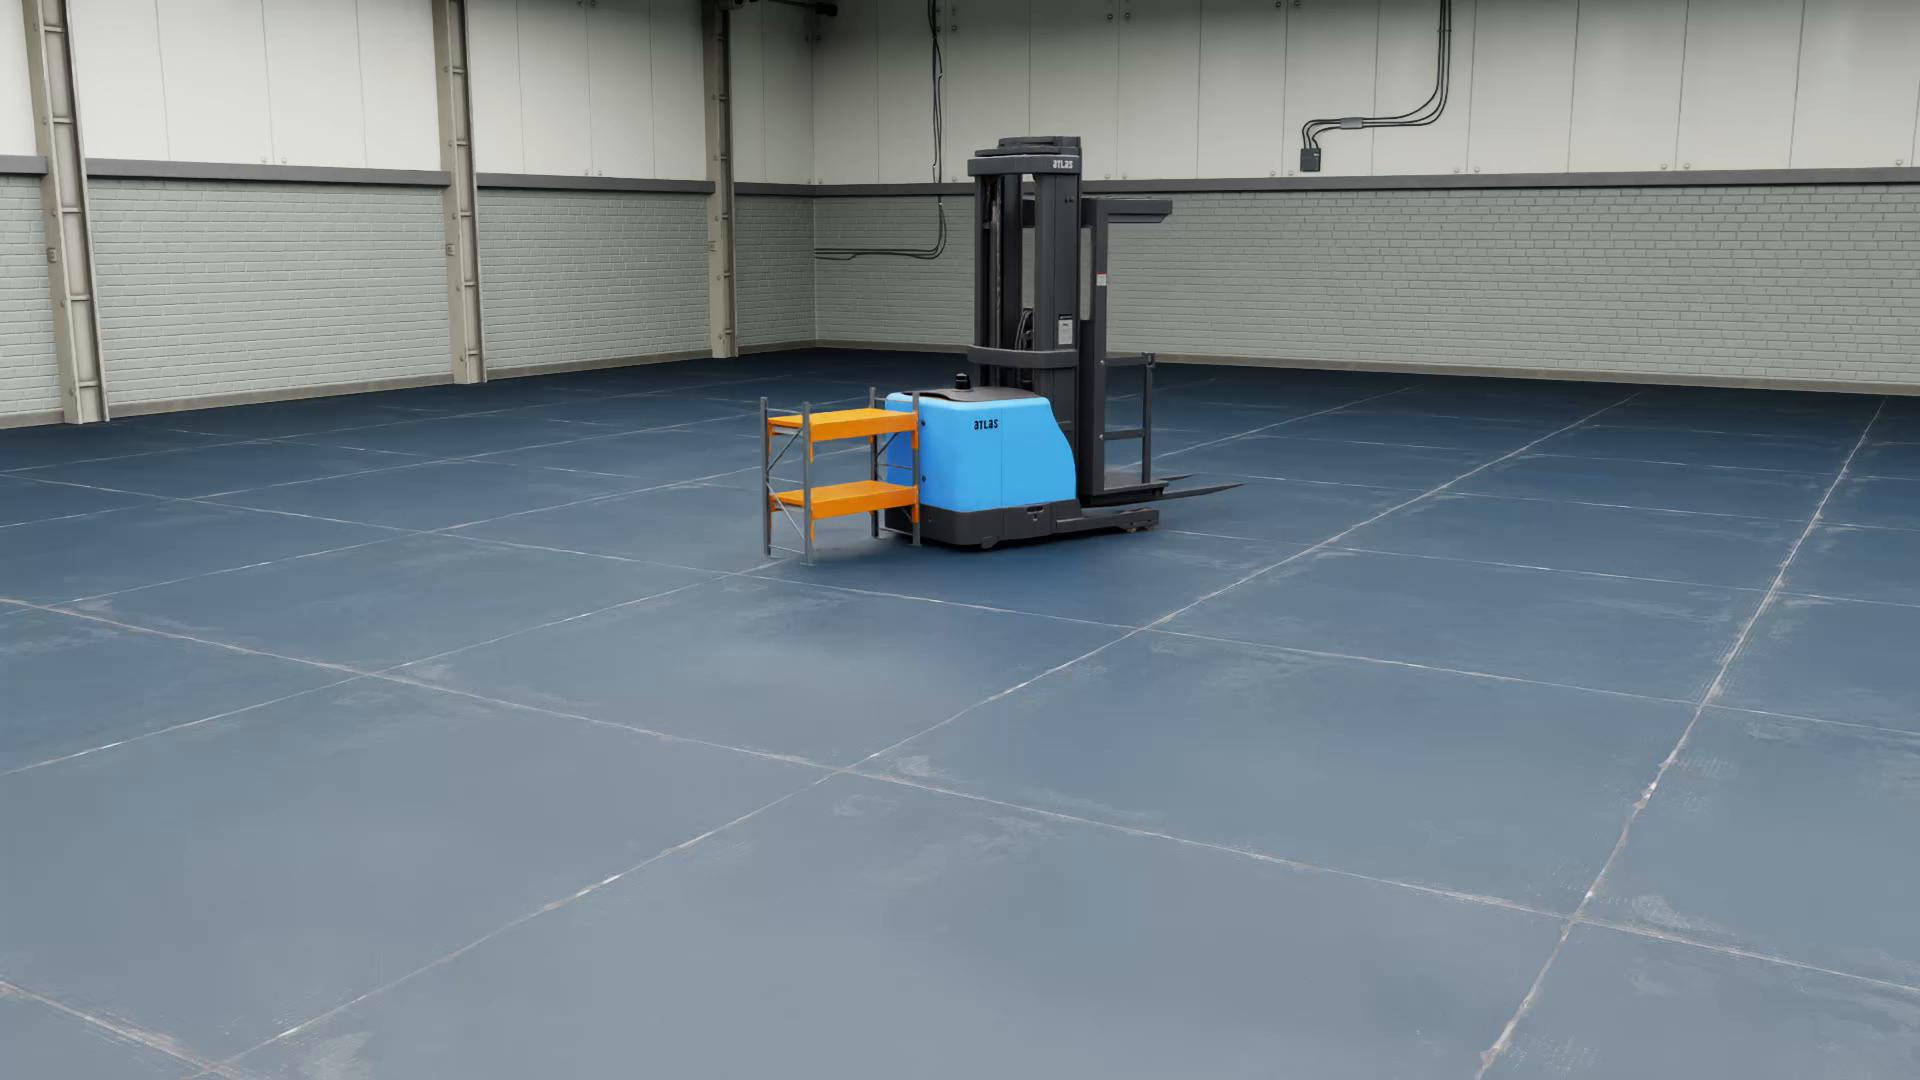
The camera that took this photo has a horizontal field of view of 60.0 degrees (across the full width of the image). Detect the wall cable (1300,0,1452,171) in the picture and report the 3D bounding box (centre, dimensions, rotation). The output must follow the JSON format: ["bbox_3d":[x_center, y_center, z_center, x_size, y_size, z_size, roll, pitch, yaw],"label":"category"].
[{"bbox_3d":[6.515,-8.831,25.841,2.305,6.003,0.169,6,12,31],"label":"wall cable"}]

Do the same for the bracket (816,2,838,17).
[{"bbox_3d":[-2.501,-9.905,31.039,0.235,0.232,0.430,6,12,31],"label":"bracket"}]

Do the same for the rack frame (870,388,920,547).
[{"bbox_3d":[-0.477,-0.538,12.183,0.032,1.125,0.500,-10,15,-44],"label":"rack frame"}]

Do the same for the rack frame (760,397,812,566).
[{"bbox_3d":[-1.201,-0.406,11.482,0.032,1.125,0.500,-10,15,-44],"label":"rack frame"}]

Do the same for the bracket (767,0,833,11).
[{"bbox_3d":[-2.808,-9.812,30.543,0.076,0.066,3.189,6,12,31],"label":"bracket"}]

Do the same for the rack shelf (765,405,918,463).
[{"bbox_3d":[-0.839,-0.760,11.779,1.000,0.278,0.538,-10,15,-44],"label":"rack shelf"}]

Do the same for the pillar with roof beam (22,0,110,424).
[{"bbox_3d":[-6.801,-5.433,16.934,9.100,9.000,0.400,6,12,31],"label":"pillar with roof beam"}]

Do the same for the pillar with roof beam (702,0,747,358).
[{"bbox_3d":[-0.571,-7.320,27.015,9.100,9.000,0.548,6,12,31],"label":"pillar with roof beam"}]

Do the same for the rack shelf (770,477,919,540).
[{"bbox_3d":[-0.839,-0.232,11.878,1.000,0.278,0.538,-10,15,-44],"label":"rack shelf"}]

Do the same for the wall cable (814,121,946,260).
[{"bbox_3d":[-1.591,-6.542,31.298,3.097,2.526,0.112,6,12,31],"label":"wall cable"}]

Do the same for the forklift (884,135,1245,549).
[{"bbox_3d":[0.919,-1.567,12.774,3.031,2.935,1.130,-8,13,-36],"label":"forklift"}]

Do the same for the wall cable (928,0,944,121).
[{"bbox_3d":[0.721,-8.766,29.453,3.097,2.526,0.112,6,12,31],"label":"wall cable"}]

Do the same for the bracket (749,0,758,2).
[{"bbox_3d":[-3.732,-9.532,29.048,0.235,0.232,0.430,6,12,31],"label":"bracket"}]

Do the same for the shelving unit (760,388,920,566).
[{"bbox_3d":[-0.839,-0.472,11.833,1.048,1.125,0.538,-10,15,-44],"label":"shelving unit"}]

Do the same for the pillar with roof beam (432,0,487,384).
[{"bbox_3d":[-3.686,-6.377,21.975,9.100,9.000,0.400,6,12,31],"label":"pillar with roof beam"}]
